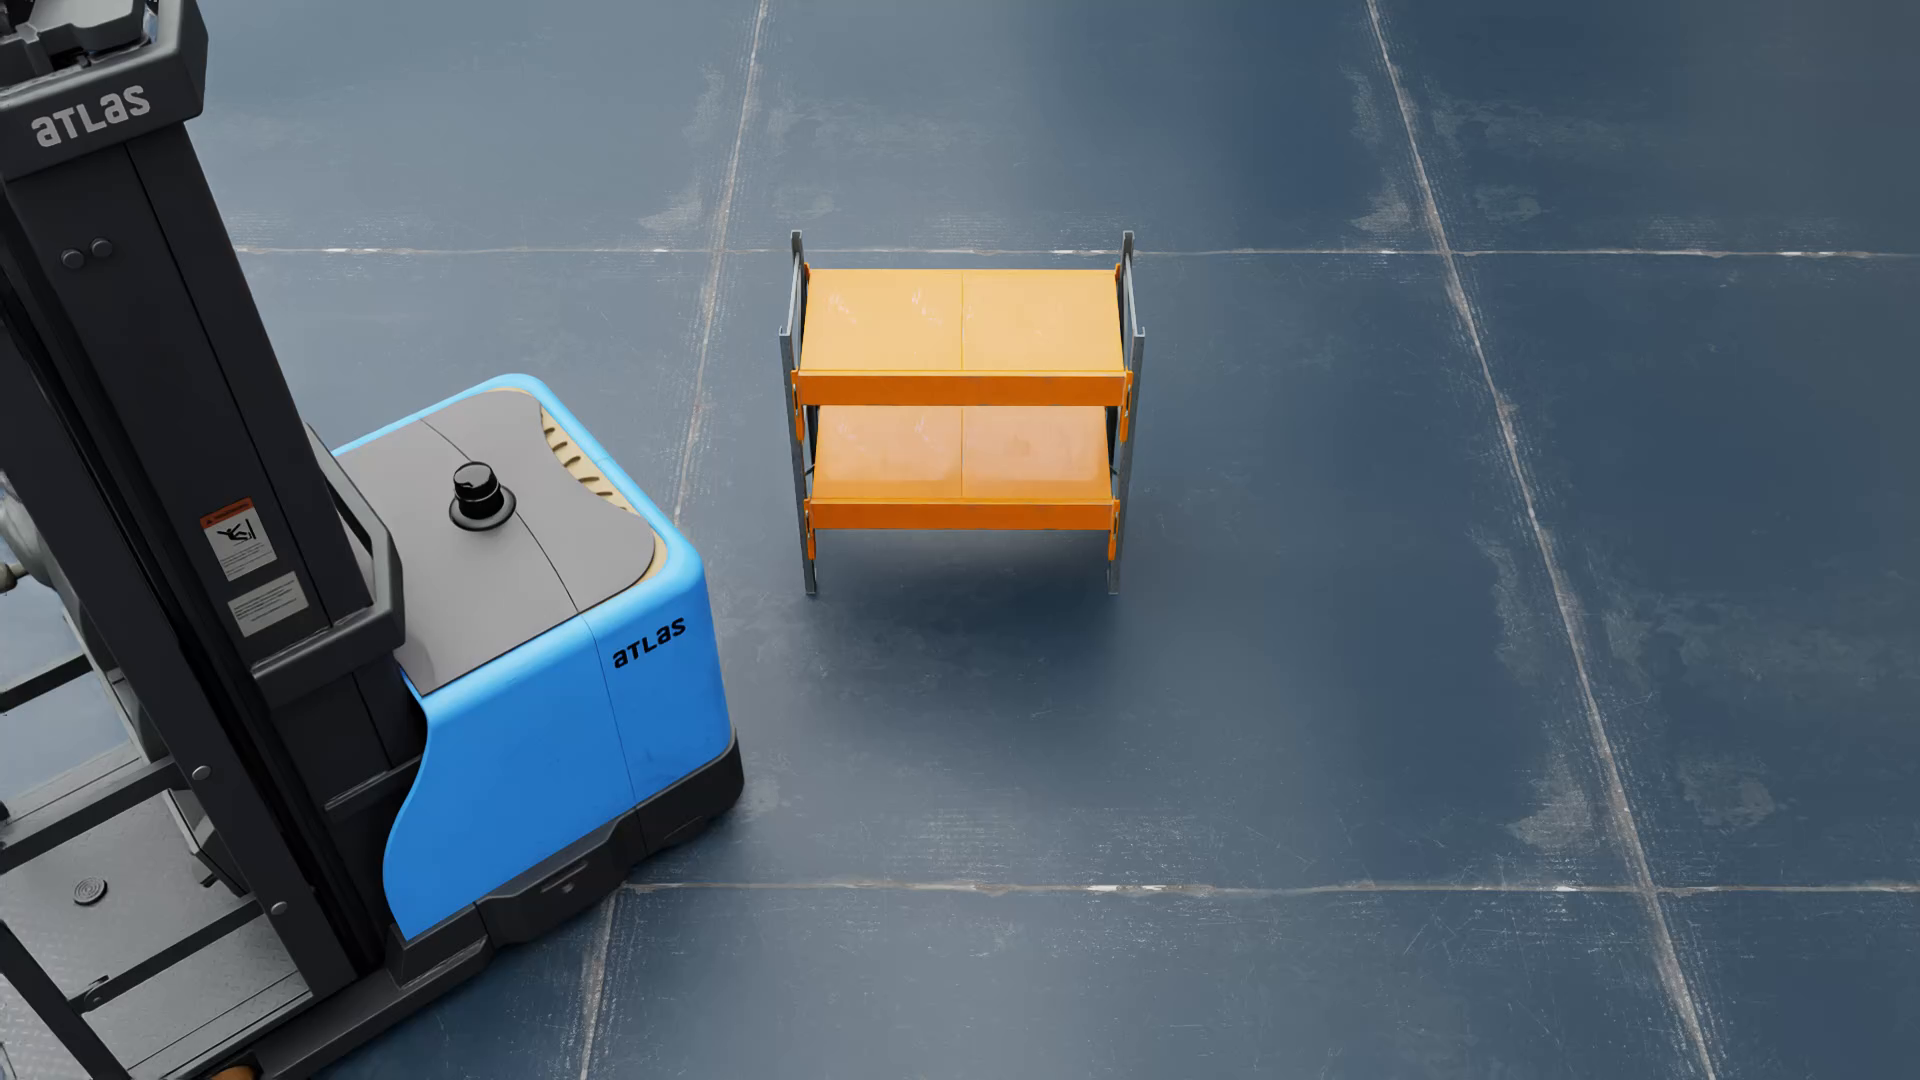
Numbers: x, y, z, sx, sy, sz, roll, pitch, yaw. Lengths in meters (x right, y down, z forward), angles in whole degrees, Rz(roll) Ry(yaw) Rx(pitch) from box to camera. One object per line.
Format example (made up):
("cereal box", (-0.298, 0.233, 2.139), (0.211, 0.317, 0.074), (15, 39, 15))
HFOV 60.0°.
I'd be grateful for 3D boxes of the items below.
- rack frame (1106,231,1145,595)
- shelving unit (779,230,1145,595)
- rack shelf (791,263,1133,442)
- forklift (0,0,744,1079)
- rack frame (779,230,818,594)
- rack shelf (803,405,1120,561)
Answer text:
("rack frame", (0.515, -0.382, 5.337), (0.032, 1.125, 0.500), (0, 47, 0))
("shelving unit", (0.007, -0.383, 5.338), (1.048, 1.125, 0.538), (0, 47, 0))
("rack shelf", (0.007, -0.583, 5.124), (1.000, 0.278, 0.538), (0, 47, 0))
("forklift", (-2.119, 0.173, 3.587), (3.031, 2.935, 1.130), (-30, 54, -25))
("rack frame", (-0.502, -0.385, 5.340), (0.032, 1.125, 0.500), (0, 47, 0))
("rack shelf", (0.007, -0.217, 5.517), (1.000, 0.278, 0.538), (0, 47, 0))
